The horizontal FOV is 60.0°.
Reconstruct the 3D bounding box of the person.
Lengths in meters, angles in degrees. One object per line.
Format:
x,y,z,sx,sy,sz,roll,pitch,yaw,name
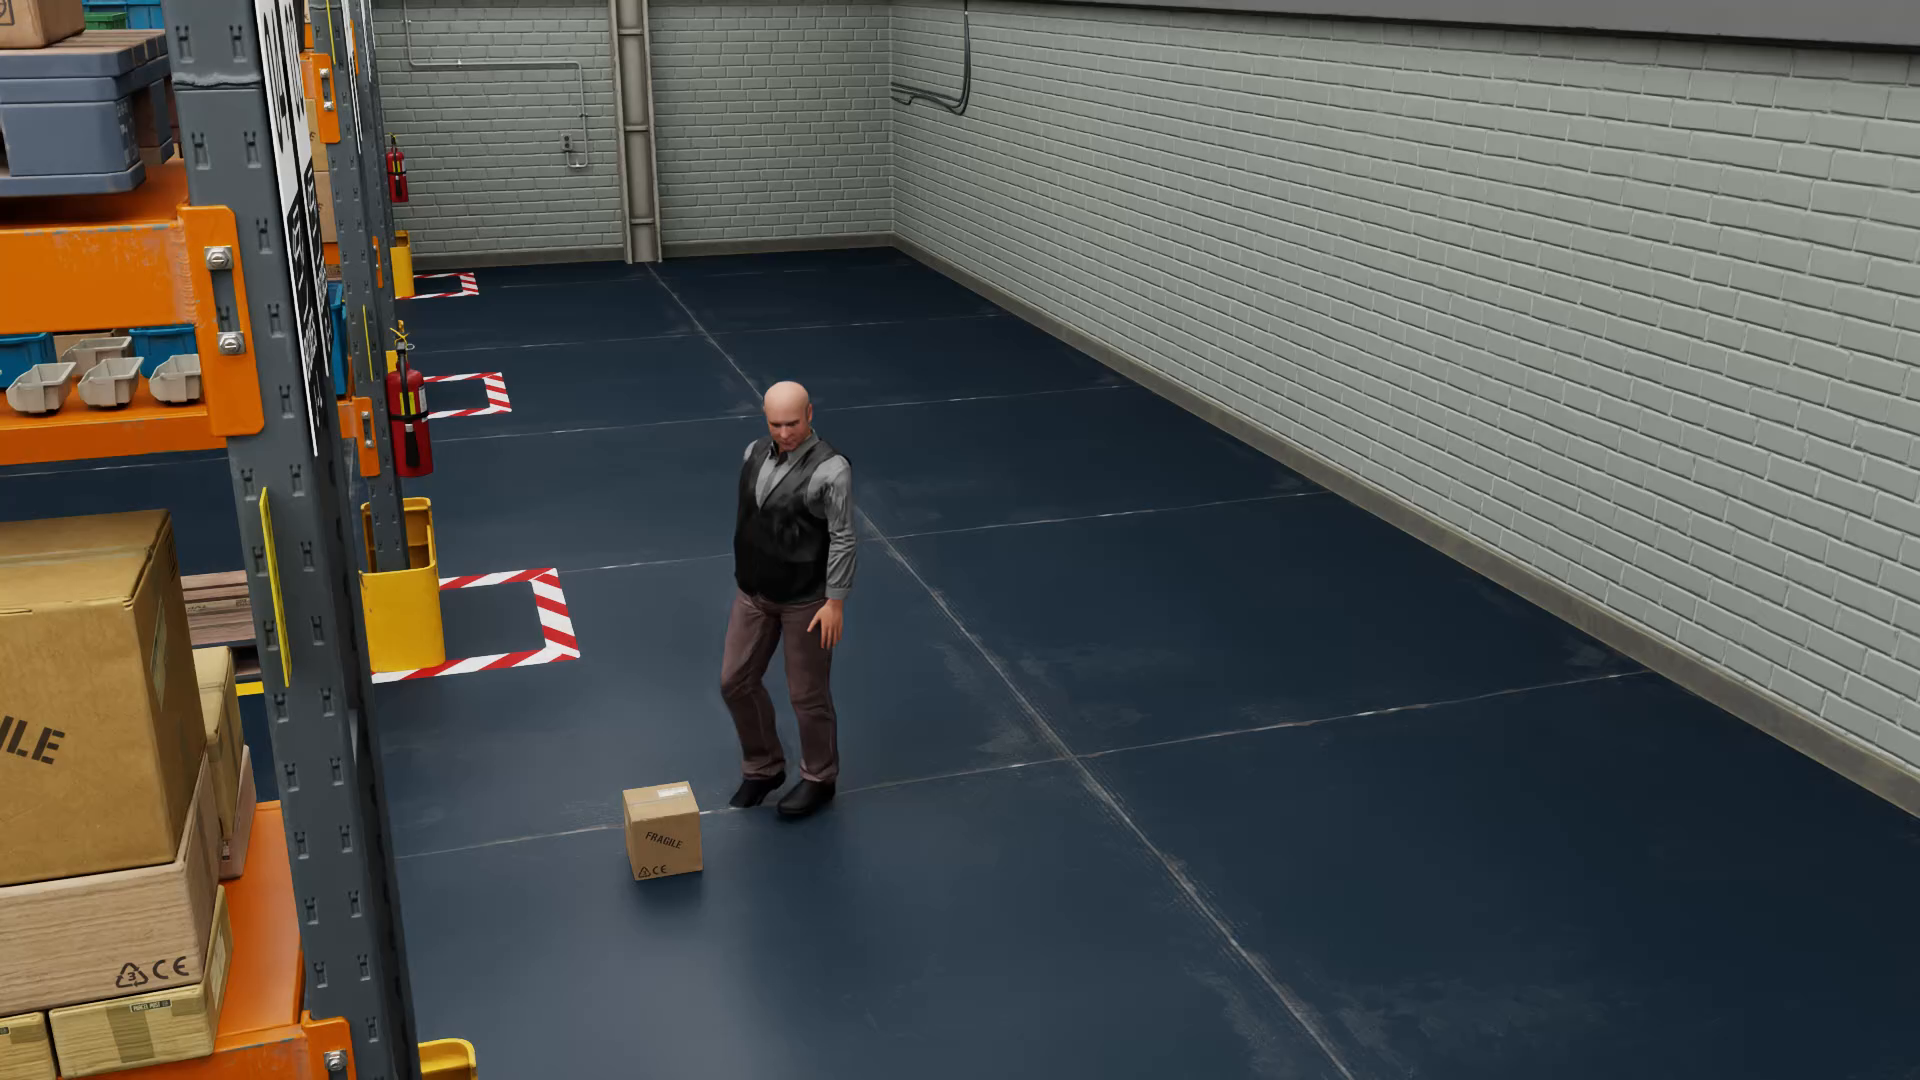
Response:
-0.661,0.273,6.393,0.568,1.807,0.403,14,23,35,person
